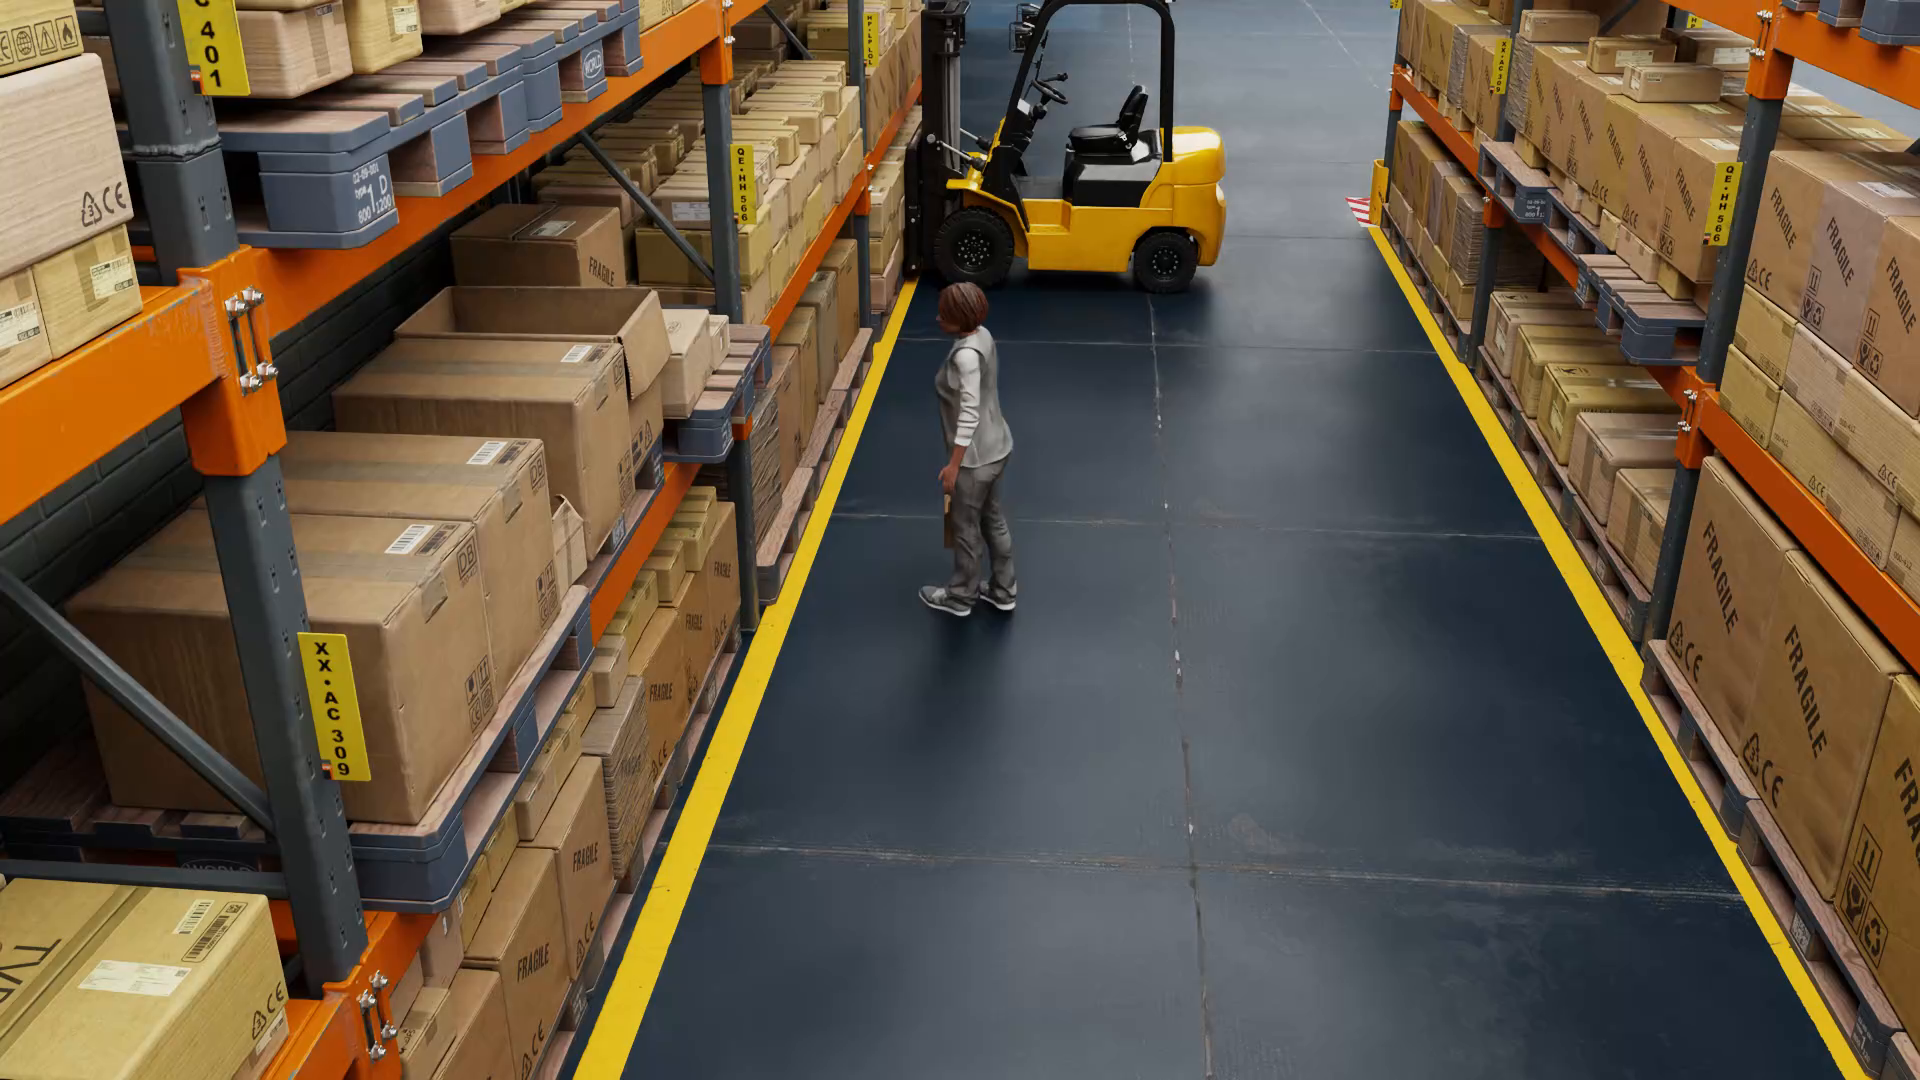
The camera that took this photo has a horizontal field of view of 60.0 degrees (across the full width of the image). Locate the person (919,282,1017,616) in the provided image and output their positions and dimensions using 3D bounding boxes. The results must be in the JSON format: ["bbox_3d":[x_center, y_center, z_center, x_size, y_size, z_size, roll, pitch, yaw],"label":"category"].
[{"bbox_3d":[0.029,-0.377,7.414,0.462,1.579,0.487,4,25,9],"label":"person"}]
